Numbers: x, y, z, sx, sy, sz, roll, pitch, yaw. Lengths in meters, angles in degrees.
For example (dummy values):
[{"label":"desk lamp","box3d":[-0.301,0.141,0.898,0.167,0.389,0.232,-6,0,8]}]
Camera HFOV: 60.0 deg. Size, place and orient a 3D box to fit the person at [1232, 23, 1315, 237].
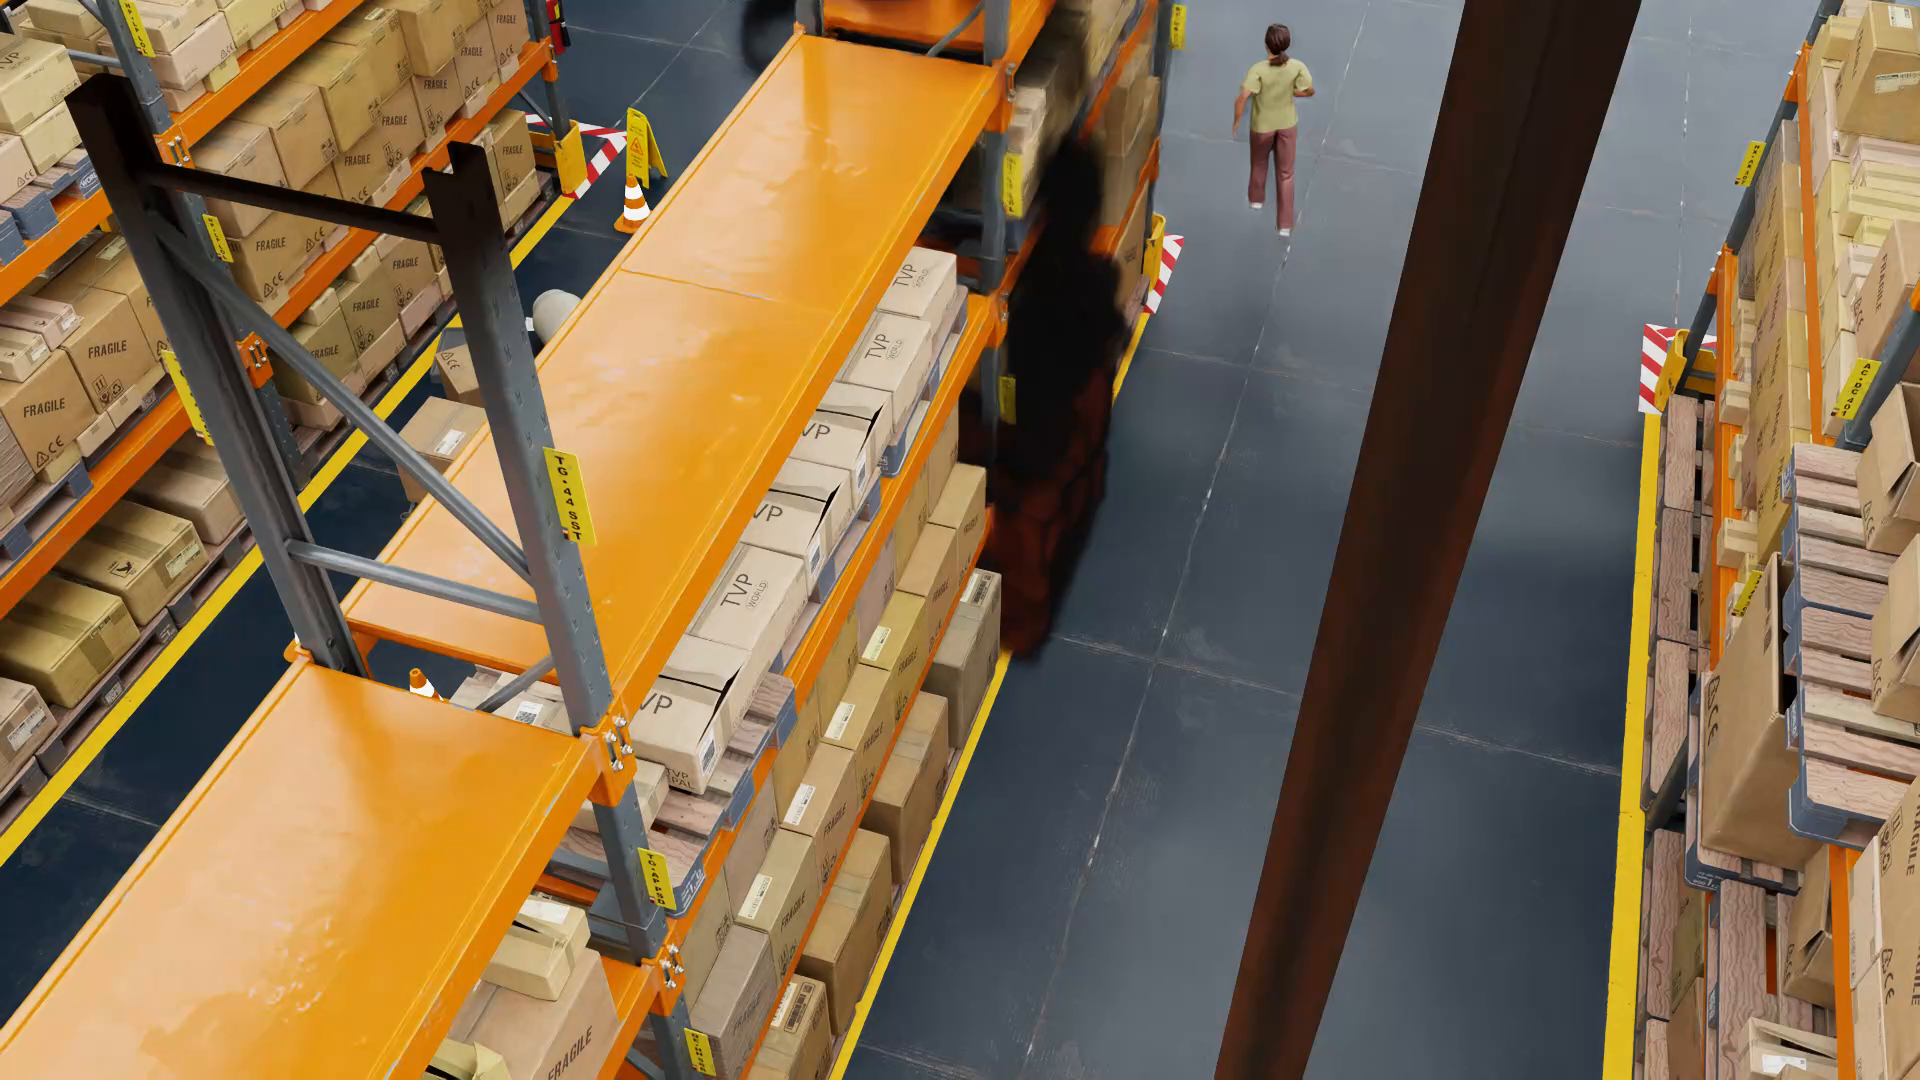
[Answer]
[{"label":"person","box3d":[2.324,-3.100,12.593,0.622,1.715,0.801,-2,46,-2]}]
